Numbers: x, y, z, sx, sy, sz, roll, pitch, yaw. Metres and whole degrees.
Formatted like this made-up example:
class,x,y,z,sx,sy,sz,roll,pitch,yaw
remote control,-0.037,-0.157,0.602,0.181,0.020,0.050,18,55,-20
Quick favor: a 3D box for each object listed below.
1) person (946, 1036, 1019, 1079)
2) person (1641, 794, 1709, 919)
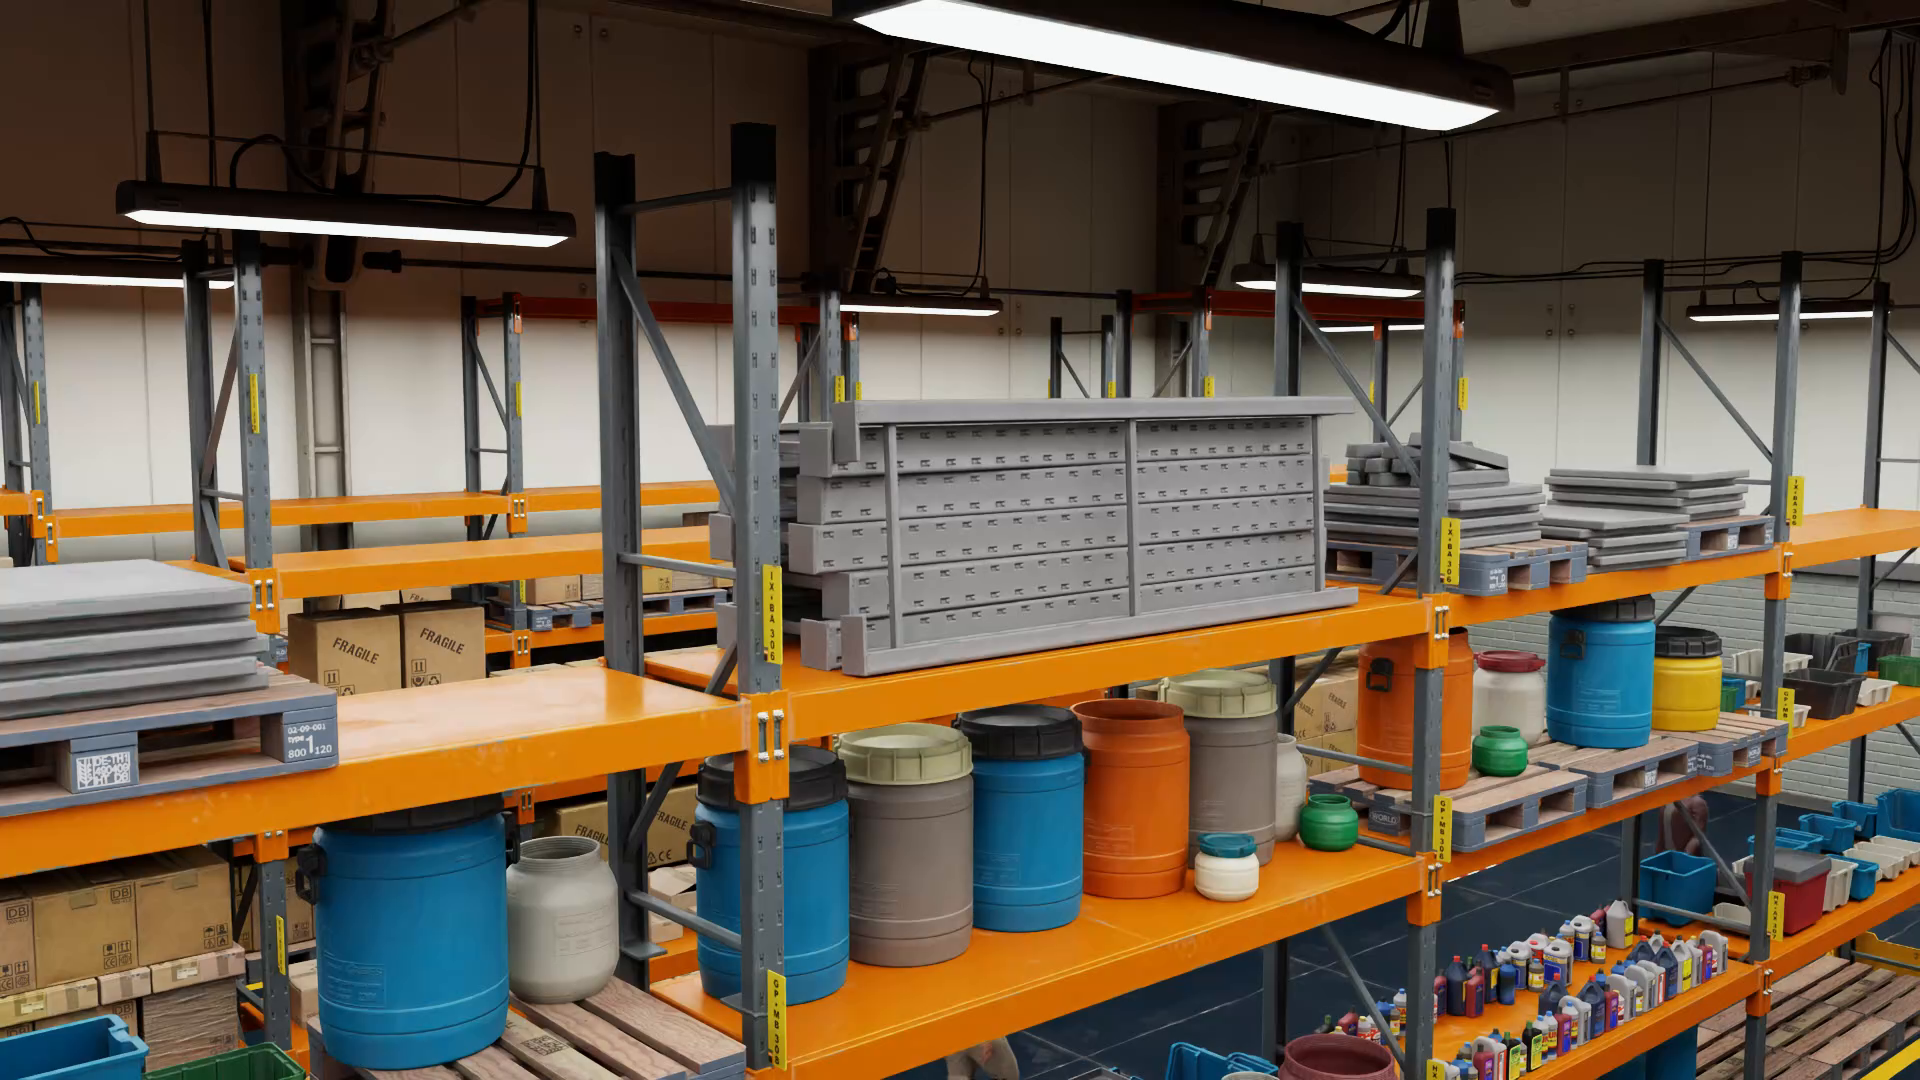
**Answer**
class,x,y,z,sx,sy,sz,roll,pitch,yaw
person,0.090,3.260,11.102,0.520,1.729,0.584,-3,6,-26
person,6.431,2.870,14.950,1.129,1.708,0.572,-4,7,-38
